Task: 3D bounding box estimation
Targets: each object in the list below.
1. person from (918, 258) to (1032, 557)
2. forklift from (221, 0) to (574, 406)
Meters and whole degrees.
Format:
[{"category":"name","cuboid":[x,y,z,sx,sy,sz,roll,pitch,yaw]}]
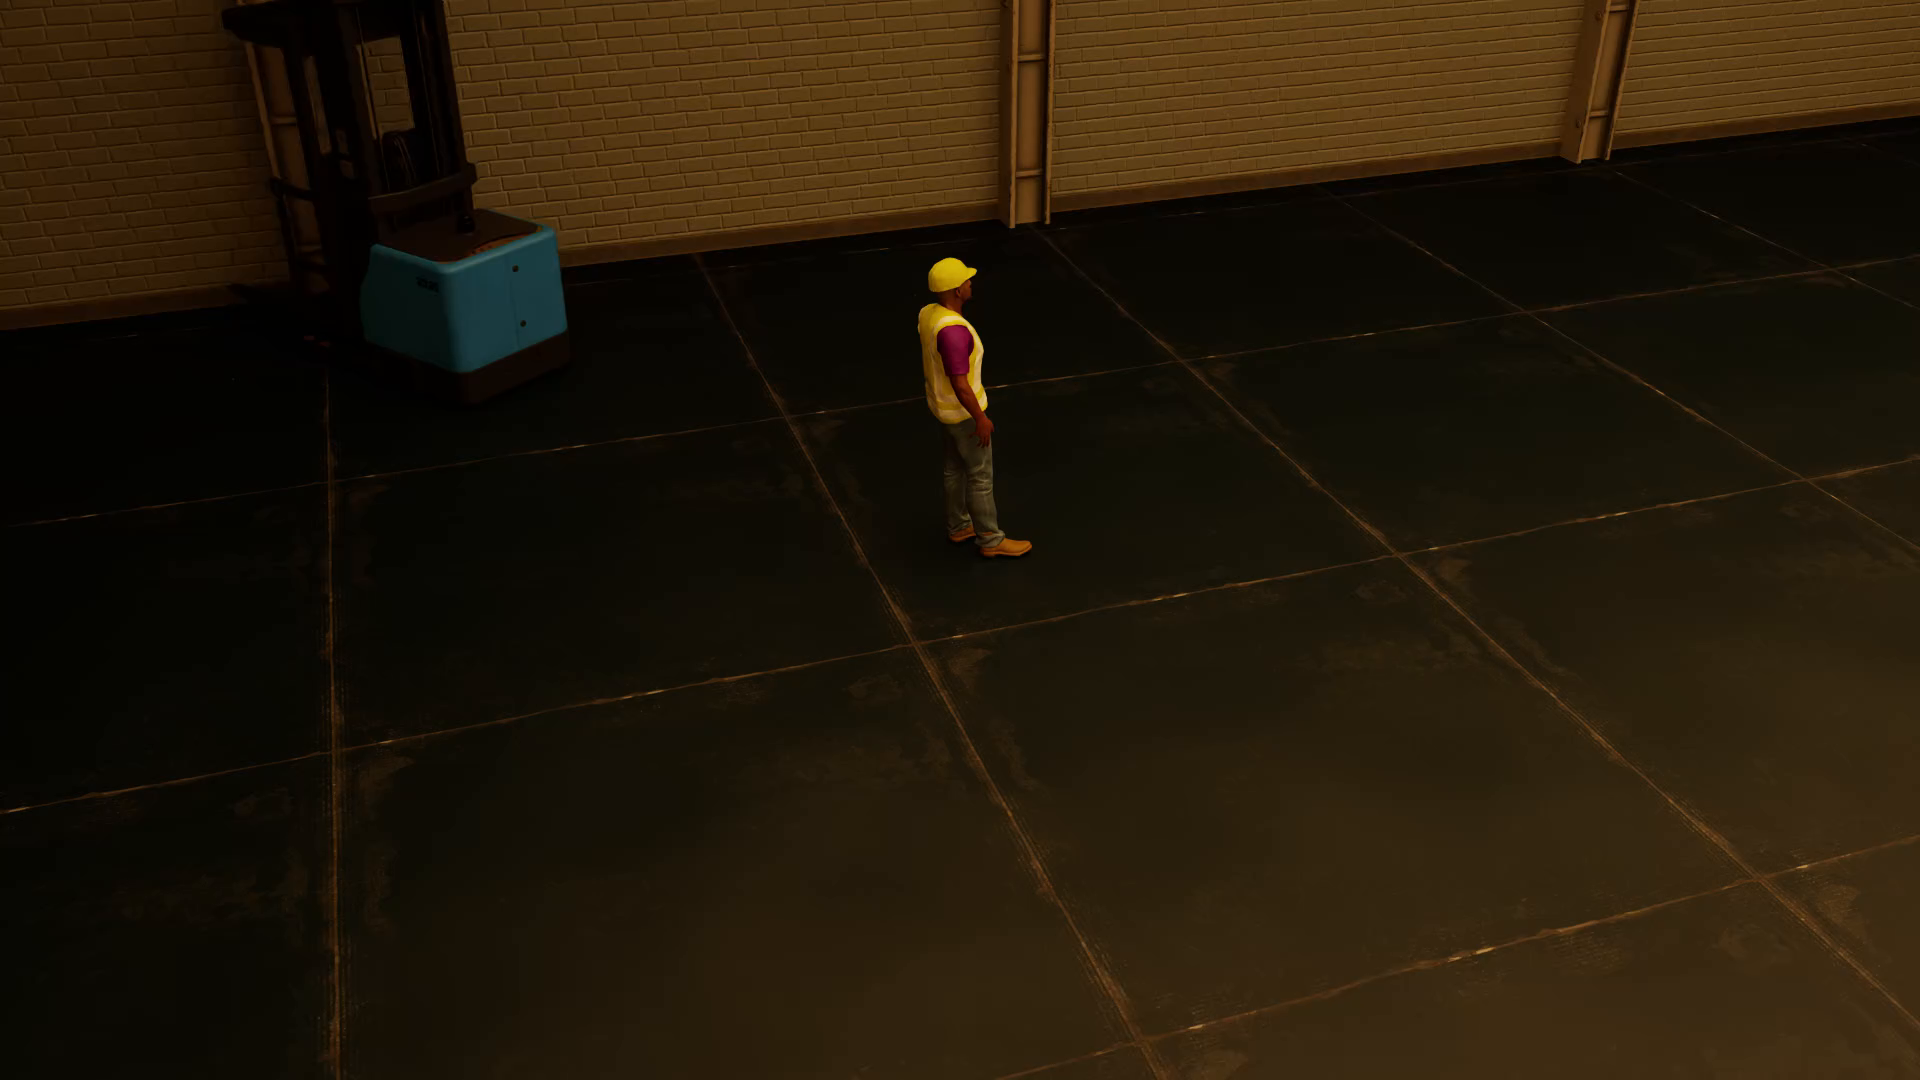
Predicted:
[{"category":"person","cuboid":[0.068,-0.780,9.596,0.575,1.768,0.665,-10,31,-16]},{"category":"forklift","cuboid":[-4.326,-2.767,11.897,3.031,2.935,1.130,19,35,30]}]
